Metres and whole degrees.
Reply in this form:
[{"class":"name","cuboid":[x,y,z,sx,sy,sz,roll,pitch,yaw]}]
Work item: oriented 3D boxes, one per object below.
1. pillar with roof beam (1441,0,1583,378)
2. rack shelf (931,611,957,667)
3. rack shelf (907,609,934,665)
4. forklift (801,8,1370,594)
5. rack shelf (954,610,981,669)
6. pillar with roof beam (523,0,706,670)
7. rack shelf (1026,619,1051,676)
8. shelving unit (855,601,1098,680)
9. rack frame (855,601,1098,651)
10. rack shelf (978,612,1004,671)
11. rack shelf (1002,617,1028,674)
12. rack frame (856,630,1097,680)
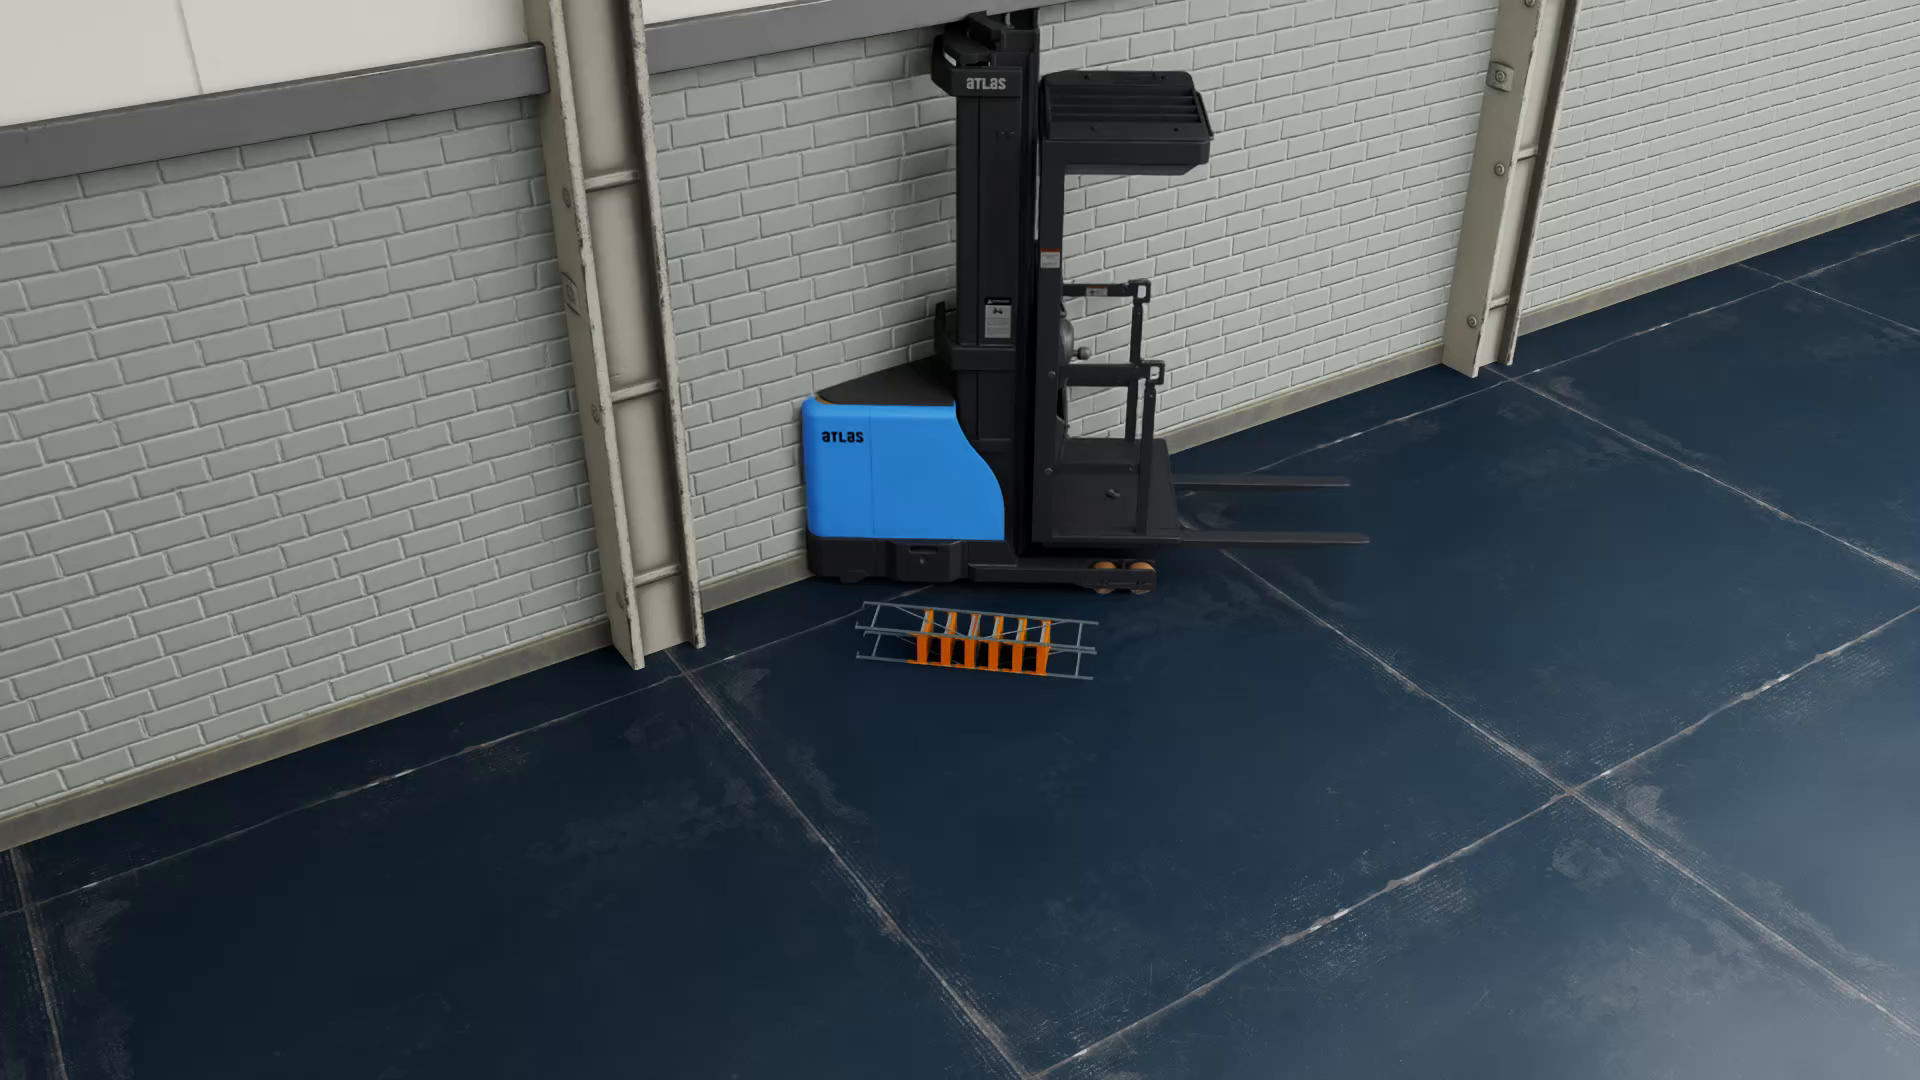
[{"class":"pillar with roof beam","cuboid":[5.828,-3.082,5.823,0.400,9.000,9.100,-19,37,-27]},{"class":"rack shelf","cuboid":[-0.078,0.491,8.407,0.103,0.180,0.258,5,33,7]},{"class":"rack shelf","cuboid":[-0.197,0.481,8.422,0.103,0.180,0.258,5,33,7]},{"class":"forklift","cuboid":[0.701,-1.241,8.592,3.031,2.935,1.130,1,32,1]},{"class":"rack shelf","cuboid":[0.041,0.501,8.393,0.103,0.180,0.258,5,33,7]},{"class":"pillar with roof beam","cuboid":[0.785,-1.348,3.074,0.400,9.000,9.100,-19,37,-27]},{"class":"rack shelf","cuboid":[0.397,0.532,8.349,0.103,0.180,0.258,5,33,7]},{"class":"shelving unit","cuboid":[0.085,0.505,8.387,1.200,0.189,0.258,5,33,7]},{"class":"rack frame","cuboid":[0.085,0.428,8.338,1.200,0.006,0.240,5,33,7]},{"class":"rack shelf","cuboid":[0.159,0.511,8.378,0.103,0.180,0.258,5,33,7]},{"class":"rack shelf","cuboid":[0.278,0.521,8.363,0.103,0.180,0.258,5,33,7]},{"class":"rack frame","cuboid":[0.084,0.582,8.436,1.200,0.006,0.240,5,33,7]}]
